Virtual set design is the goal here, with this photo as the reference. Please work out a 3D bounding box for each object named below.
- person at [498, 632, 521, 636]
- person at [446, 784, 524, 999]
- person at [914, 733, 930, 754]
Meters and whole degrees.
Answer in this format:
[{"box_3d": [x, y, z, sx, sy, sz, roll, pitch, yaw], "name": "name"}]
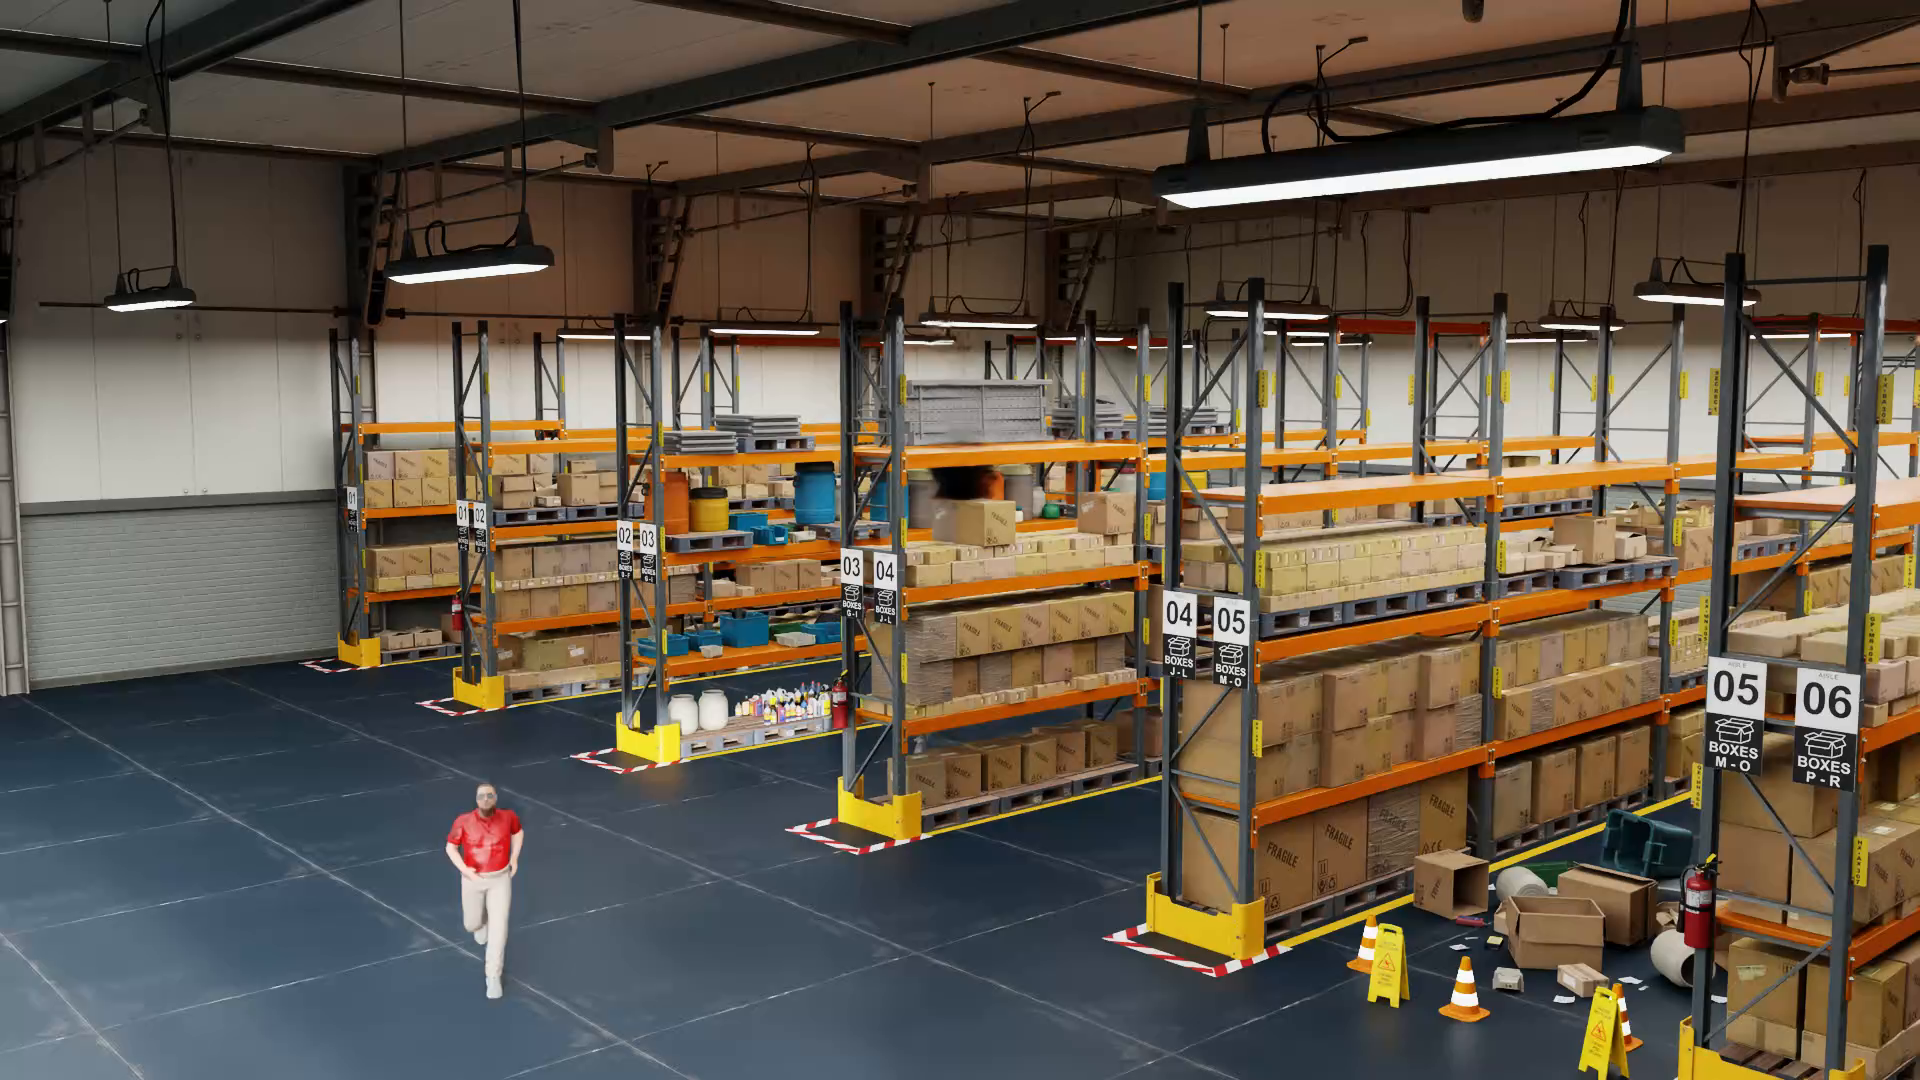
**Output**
[{"box_3d": [-7.670, 1.516, 28.068, 0.672, 1.771, 0.838, 5, 7, 40], "name": "person"}, {"box_3d": [-4.069, 2.936, 14.267, 0.635, 1.731, 1.094, -1, 6, -12], "name": "person"}, {"box_3d": [-0.589, 1.938, 22.049, 0.656, 1.823, 0.727, 4, 7, 34], "name": "person"}]
